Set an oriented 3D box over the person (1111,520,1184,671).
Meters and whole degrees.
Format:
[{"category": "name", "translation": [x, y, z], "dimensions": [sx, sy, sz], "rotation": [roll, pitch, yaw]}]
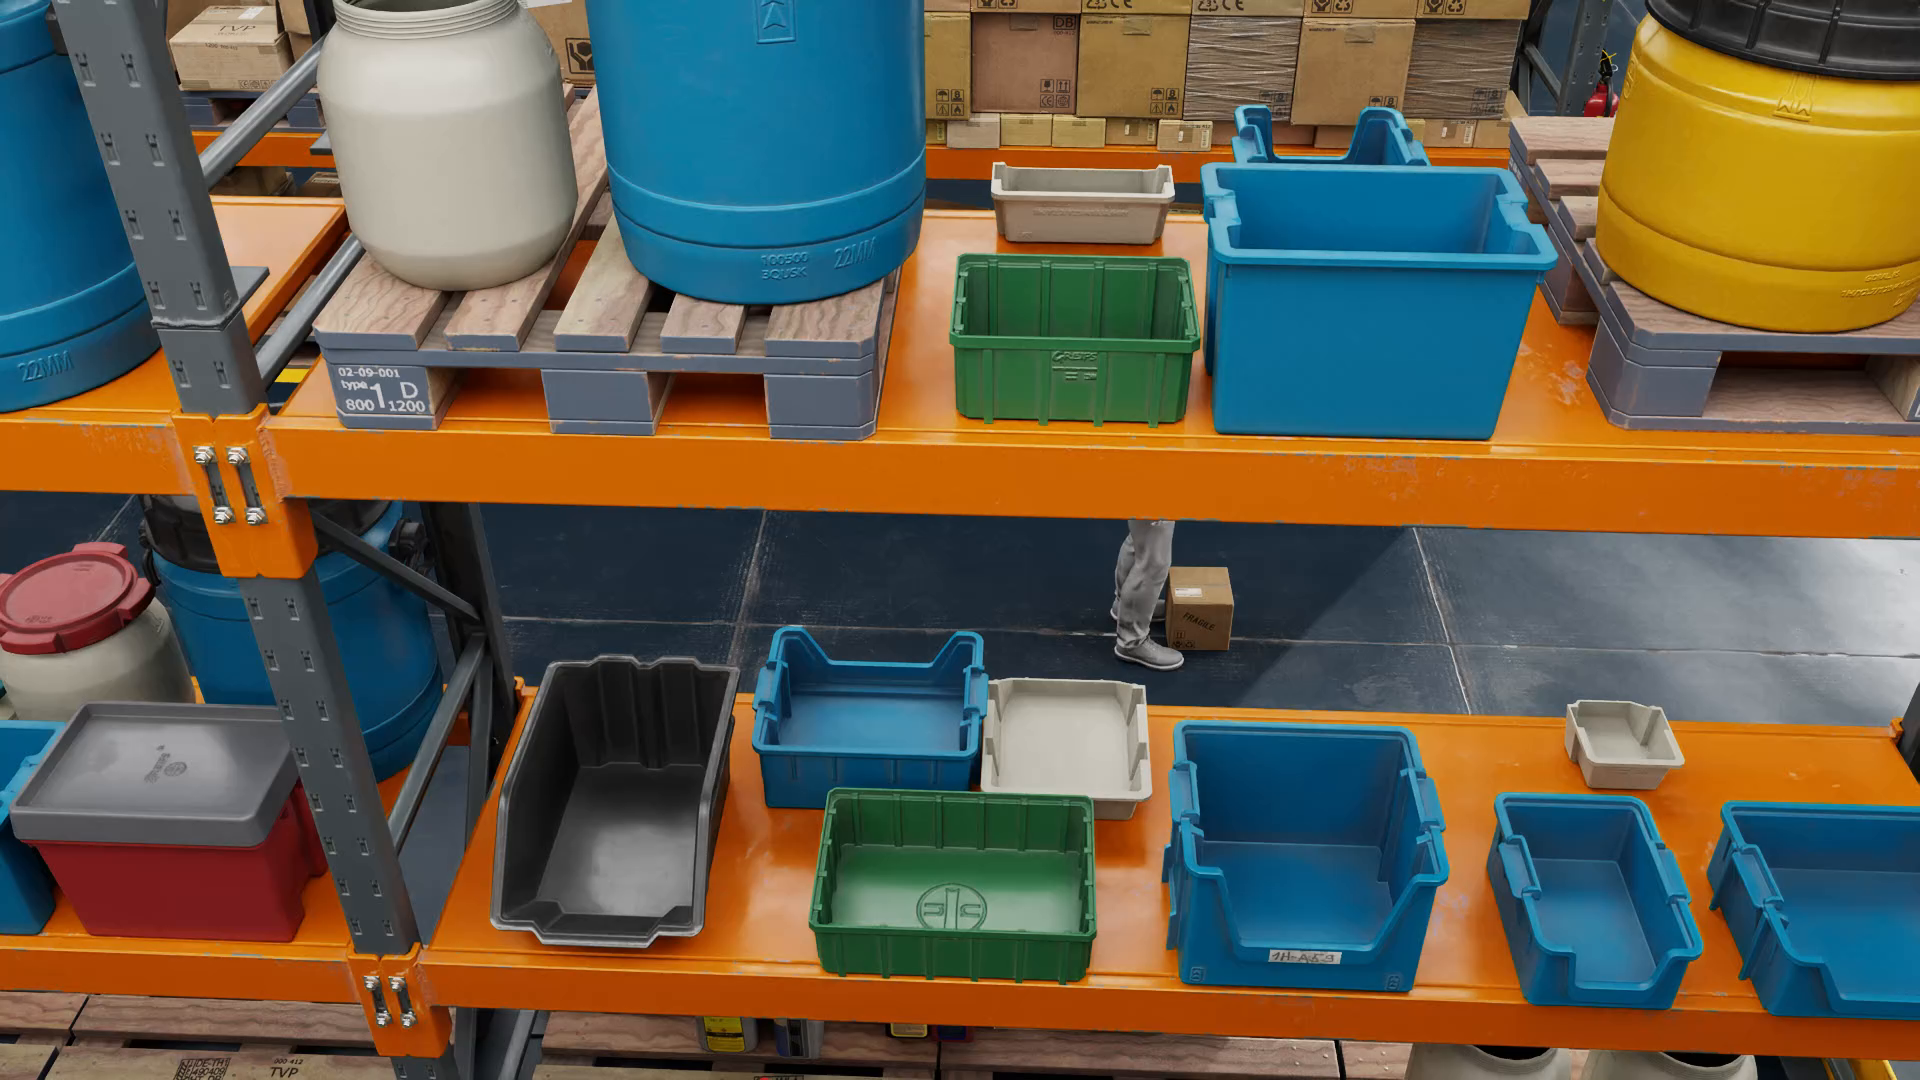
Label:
[{"category": "person", "translation": [0.752, -0.283, 6.535], "dimensions": [0.374, 1.663, 0.525], "rotation": [1, 36, 1]}]
